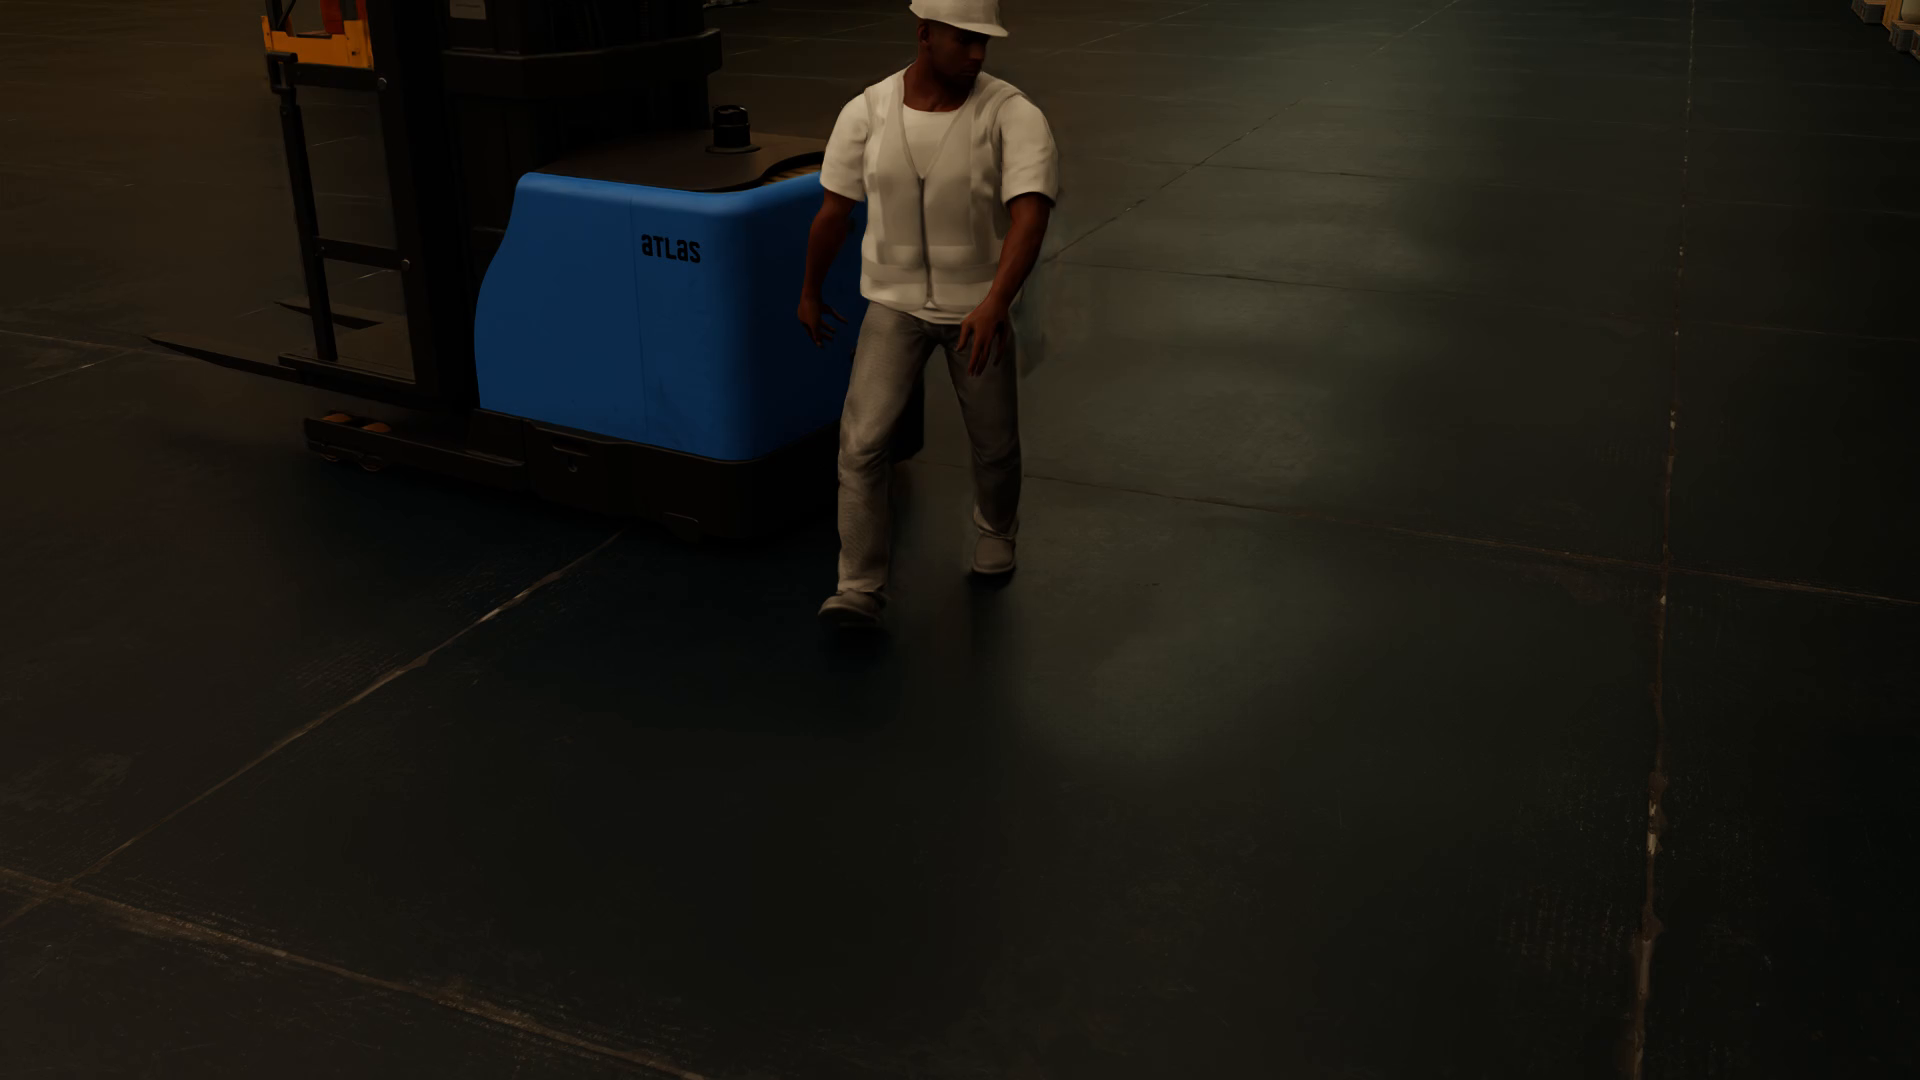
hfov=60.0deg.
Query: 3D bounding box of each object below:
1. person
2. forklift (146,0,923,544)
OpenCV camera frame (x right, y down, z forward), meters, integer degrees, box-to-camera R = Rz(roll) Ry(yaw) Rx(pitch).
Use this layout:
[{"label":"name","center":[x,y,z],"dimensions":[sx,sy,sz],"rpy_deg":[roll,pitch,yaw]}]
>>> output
[{"label":"person","center":[-0.113,-0.612,4.381],"dimensions":[0.725,1.718,0.880],"rpy_deg":[3,23,7]},{"label":"forklift","center":[-1.656,-1.743,5.463],"dimensions":[3.031,2.935,1.130],"rpy_deg":[13,26,28]}]
